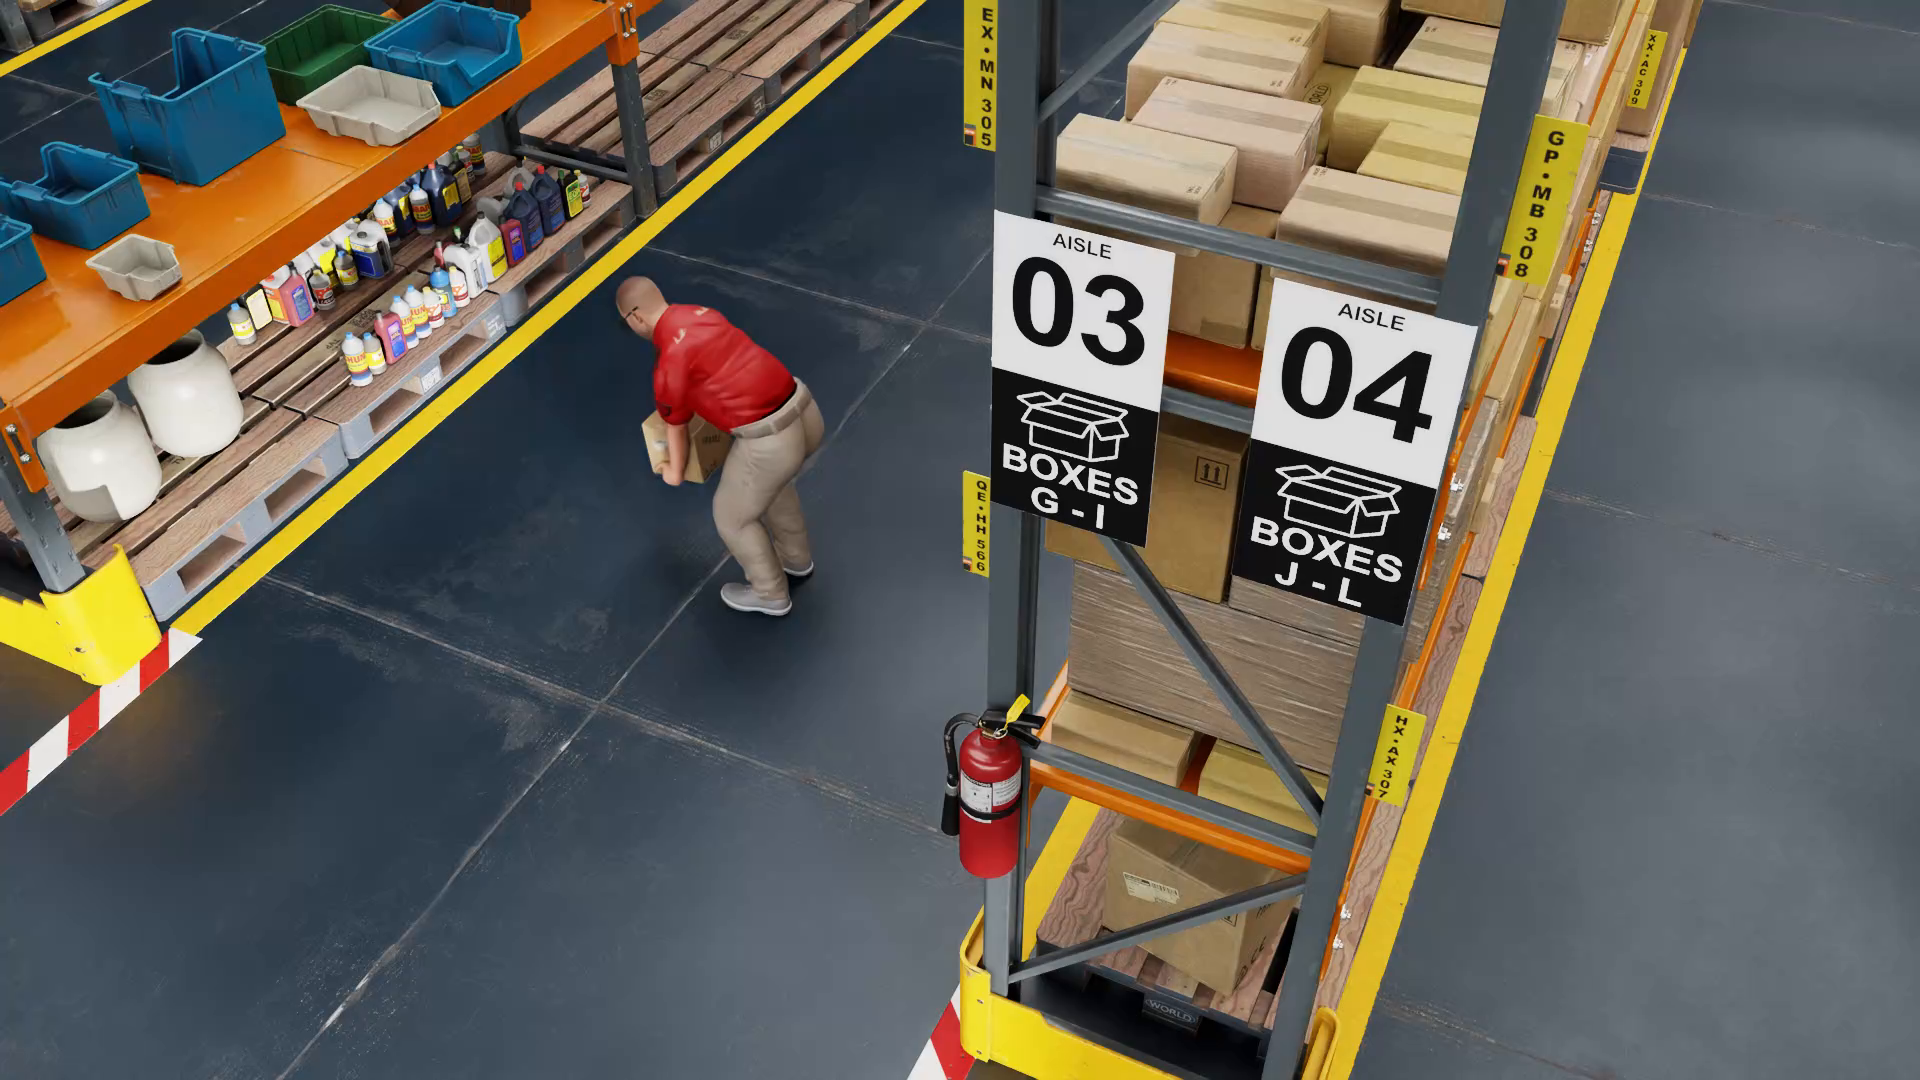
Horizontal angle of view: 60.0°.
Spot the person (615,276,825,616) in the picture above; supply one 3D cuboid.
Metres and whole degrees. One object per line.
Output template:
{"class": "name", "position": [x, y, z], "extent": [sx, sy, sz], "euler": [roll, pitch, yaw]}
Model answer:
{"class": "person", "position": [-0.965, -0.388, 6.818], "extent": [0.816, 1.455, 0.470], "euler": [16, 44, 17]}
